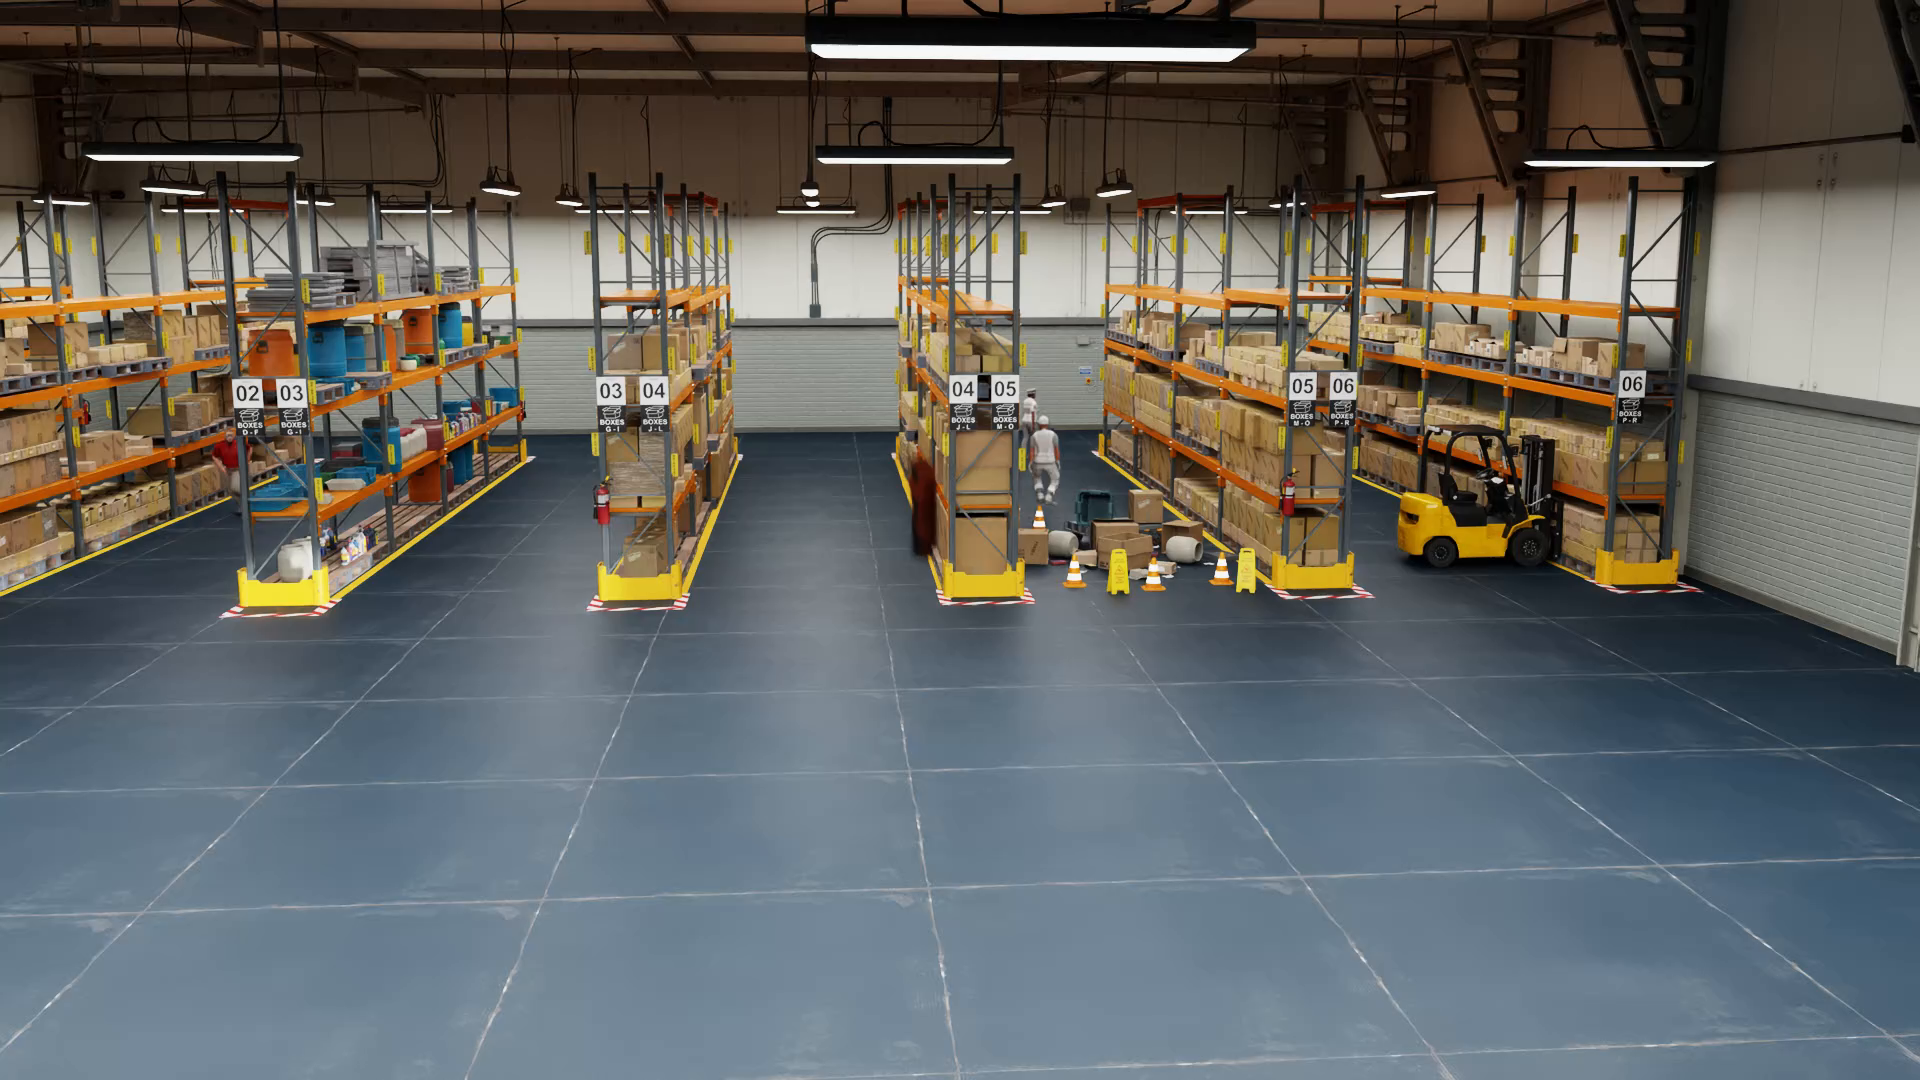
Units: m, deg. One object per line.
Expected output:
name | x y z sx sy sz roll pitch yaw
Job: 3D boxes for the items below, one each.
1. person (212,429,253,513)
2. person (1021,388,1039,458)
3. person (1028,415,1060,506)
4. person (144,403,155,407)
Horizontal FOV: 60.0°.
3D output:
person | -13.704 -1.299 31.395 0.608 1.630 0.729 1 10 5
person | 1.686 -2.753 39.607 0.552 1.705 0.491 -7 12 -35
person | 1.568 -1.482 30.836 0.591 1.657 0.607 1 10 8
person | -17.634 -2.196 36.348 0.583 1.612 1.042 0 10 -2
